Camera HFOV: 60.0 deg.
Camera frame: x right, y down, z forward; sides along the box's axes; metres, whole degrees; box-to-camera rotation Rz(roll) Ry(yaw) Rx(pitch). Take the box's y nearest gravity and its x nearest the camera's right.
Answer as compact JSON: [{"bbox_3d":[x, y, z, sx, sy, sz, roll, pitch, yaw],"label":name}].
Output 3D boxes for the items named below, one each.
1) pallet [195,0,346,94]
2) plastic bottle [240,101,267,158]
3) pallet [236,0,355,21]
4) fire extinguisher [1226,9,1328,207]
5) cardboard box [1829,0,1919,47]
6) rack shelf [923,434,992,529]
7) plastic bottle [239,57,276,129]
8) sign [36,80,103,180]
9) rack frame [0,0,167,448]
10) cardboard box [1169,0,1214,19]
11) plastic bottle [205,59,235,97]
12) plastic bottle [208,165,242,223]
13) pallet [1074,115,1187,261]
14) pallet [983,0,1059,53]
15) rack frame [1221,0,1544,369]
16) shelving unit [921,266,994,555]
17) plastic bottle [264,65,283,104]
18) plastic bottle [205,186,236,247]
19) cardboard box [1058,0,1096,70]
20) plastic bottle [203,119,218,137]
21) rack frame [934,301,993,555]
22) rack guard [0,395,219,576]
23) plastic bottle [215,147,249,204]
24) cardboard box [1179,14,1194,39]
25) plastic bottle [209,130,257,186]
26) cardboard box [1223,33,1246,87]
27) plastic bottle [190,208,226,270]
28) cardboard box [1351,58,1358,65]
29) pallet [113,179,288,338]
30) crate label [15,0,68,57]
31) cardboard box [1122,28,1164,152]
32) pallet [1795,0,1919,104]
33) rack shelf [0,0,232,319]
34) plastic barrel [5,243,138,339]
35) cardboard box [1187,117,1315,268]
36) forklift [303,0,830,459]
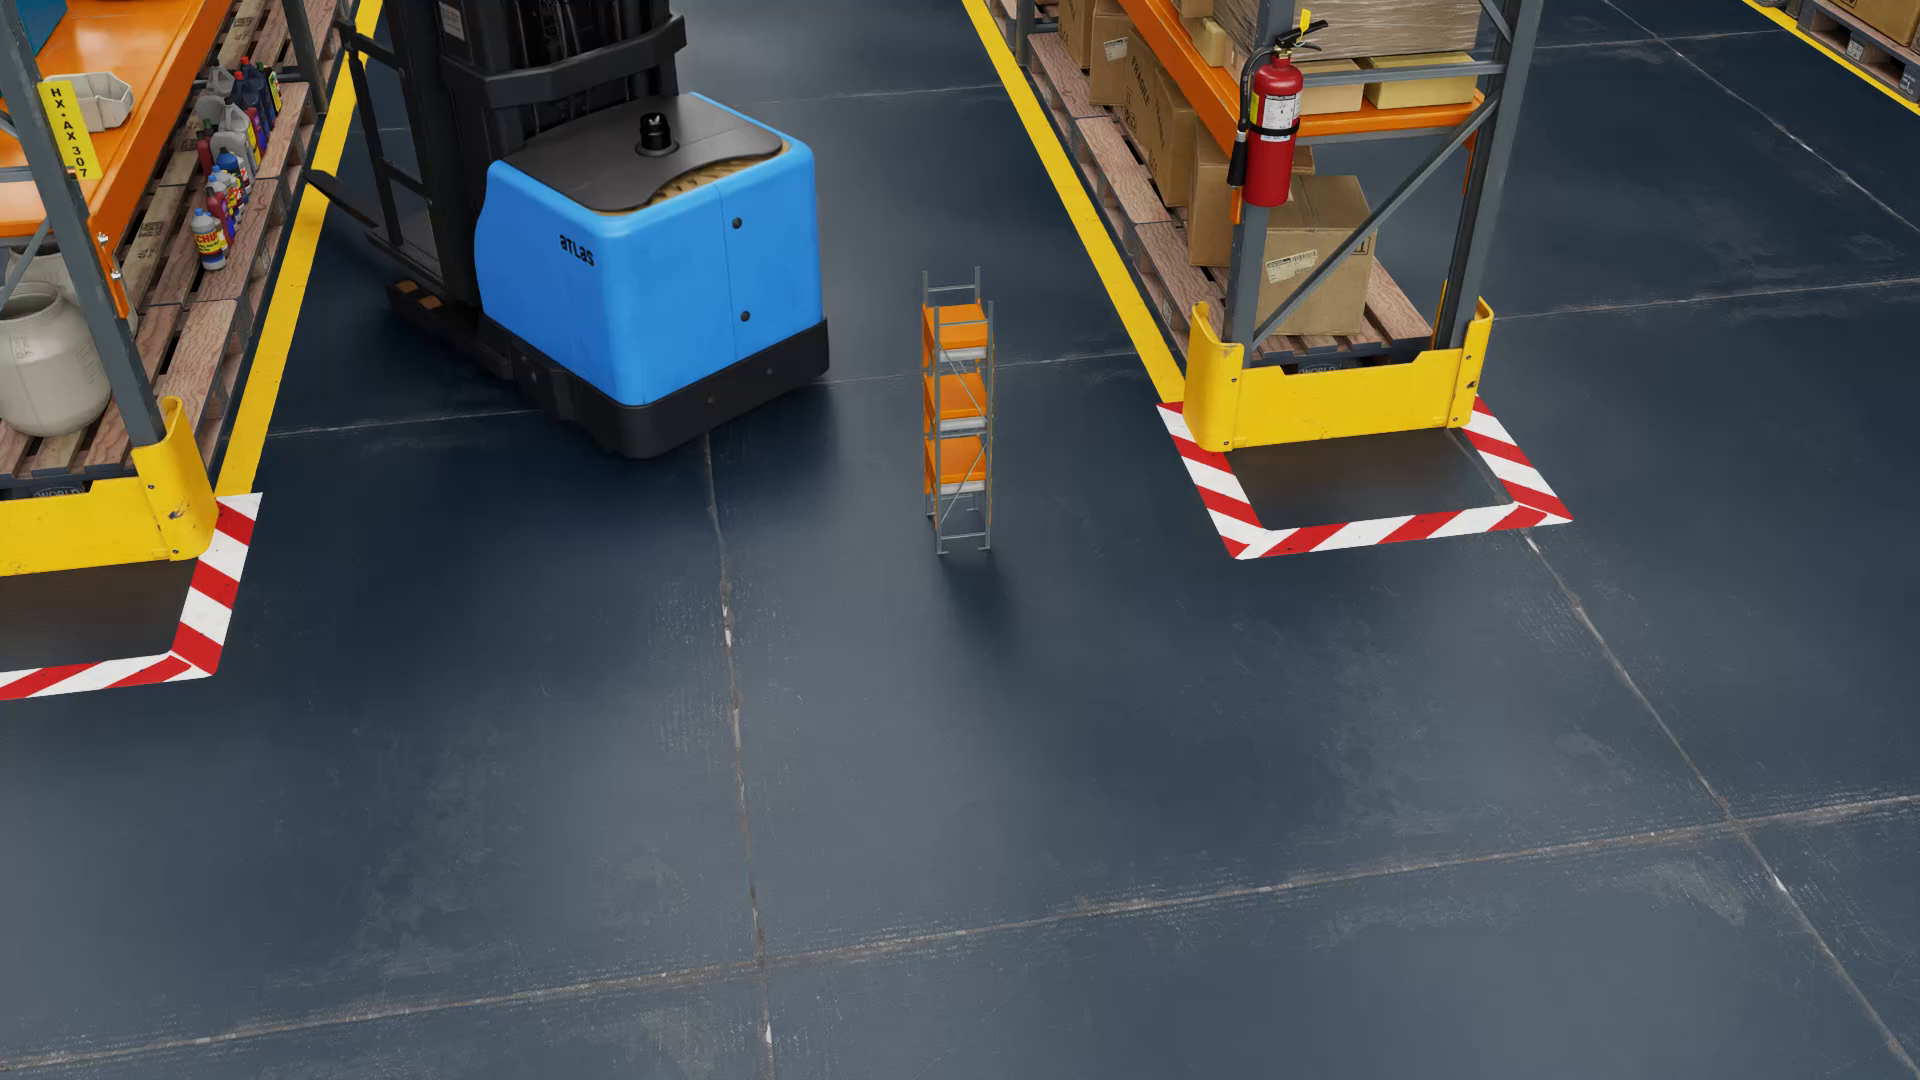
[{"bbox_3d":[-4.220,-2.906,9.818,1.003,0.211,1.213,-6,38,-8],"label":"pallet"},{"bbox_3d":[-3.544,-2.070,8.325,0.061,0.283,0.133,-4,38,-5],"label":"plastic bottle"},{"bbox_3d":[-4.437,-3.644,10.769,1.003,0.211,1.213,-6,38,-8],"label":"pallet"},{"bbox_3d":[1.100,-1.504,5.805,0.296,0.674,0.183,-6,38,-8],"label":"fire extinguisher"},{"bbox_3d":[5.774,-3.481,9.676,0.875,0.875,0.875,-6,38,-7],"label":"cardboard box"},{"bbox_3d":[-0.009,-0.219,6.147,0.215,0.259,0.240,-6,38,-8],"label":"rack shelf"},{"bbox_3d":[-3.648,-2.307,8.575,0.144,0.351,0.185,-7,38,-9],"label":"plastic bottle"},{"bbox_3d":[-2.801,-1.287,5.236,0.100,0.325,0.005,-6,38,-8],"label":"sign"},{"bbox_3d":[-3.343,-1.121,5.248,1.000,3.000,0.127,-6,38,-8],"label":"rack frame"},{"bbox_3d":[1.258,-2.435,6.615,0.875,0.500,0.500,-6,38,-8],"label":"cardboard box"},{"bbox_3d":[-3.790,-2.291,8.555,0.144,0.351,0.185,-6,38,-8],"label":"plastic bottle"},{"bbox_3d":[-3.432,-1.613,7.747,0.097,0.271,0.097,0,38,0],"label":"plastic bottle"},{"bbox_3d":[1.202,-1.828,8.431,1.003,0.211,1.213,-6,38,-8],"label":"pallet"},{"bbox_3d":[0.694,-3.439,10.504,1.003,0.211,1.213,-6,38,-8],"label":"pallet"},{"bbox_3d":[1.533,-1.654,5.934,1.000,3.000,0.127,-6,38,-8],"label":"rack frame"},{"bbox_3d":[-0.009,-0.447,5.970,0.215,1.050,0.252,-6,38,-8],"label":"shelving unit"},{"bbox_3d":[-3.674,-2.420,8.842,0.097,0.201,0.097,0,38,0],"label":"plastic bottle"},{"bbox_3d":[-3.376,-1.489,7.578,0.061,0.283,0.133,-6,38,-7],"label":"plastic bottle"},{"bbox_3d":[0.863,-3.002,9.365,0.500,0.500,0.500,-7,38,-9],"label":"cardboard box"},{"bbox_3d":[-3.654,-1.942,8.161,0.061,0.283,0.133,-6,38,-8],"label":"plastic bottle"},{"bbox_3d":[0.012,-0.373,5.875,0.200,1.050,0.008,-6,38,-8],"label":"rack frame"},{"bbox_3d":[-3.403,-0.175,6.067,1.175,0.500,0.348,-6,38,-8],"label":"rack guard"},{"bbox_3d":[-3.467,-1.736,7.904,0.097,0.271,0.097,0,38,0],"label":"plastic bottle"},{"bbox_3d":[1.114,-2.154,6.782,0.380,0.149,0.250,-6,38,-8],"label":"cardboard box"},{"bbox_3d":[-3.533,-1.868,8.070,0.152,0.276,0.135,-6,38,-7],"label":"plastic bottle"},{"bbox_3d":[1.237,-1.855,6.398,0.380,0.149,0.250,-6,38,-8],"label":"cardboard box"},{"bbox_3d":[-3.354,-1.346,7.403,0.097,0.271,0.097,0,38,0],"label":"plastic bottle"},{"bbox_3d":[1.693,-1.905,6.462,0.380,0.149,0.250,-6,38,-8],"label":"cardboard box"},{"bbox_3d":[-3.750,-1.287,7.735,1.003,0.211,1.213,-6,38,-8],"label":"pallet"},{"bbox_3d":[-3.932,-2.218,6.631,0.502,0.435,0.616,-6,38,-8],"label":"crate label"},{"bbox_3d":[1.157,-2.291,8.449,0.500,0.500,0.500,-9,39,-12],"label":"cardboard box"},{"bbox_3d":[5.789,-2.973,9.905,1.003,0.211,1.213,-6,38,-8],"label":"pallet"},{"bbox_3d":[-3.694,-2.045,7.024,1.077,0.370,4.000,-6,38,-8],"label":"rack shelf"},{"bbox_3d":[-3.621,-0.996,6.773,0.421,0.512,0.421,0,38,0],"label":"plastic barrel"},{"bbox_3d":[1.302,-1.569,7.519,0.500,0.500,0.500,3,38,4],"label":"cardboard box"},{"bbox_3d":[-1.949,-2.279,6.795,1.130,2.935,3.031,-31,48,-34],"label":"forklift"}]
